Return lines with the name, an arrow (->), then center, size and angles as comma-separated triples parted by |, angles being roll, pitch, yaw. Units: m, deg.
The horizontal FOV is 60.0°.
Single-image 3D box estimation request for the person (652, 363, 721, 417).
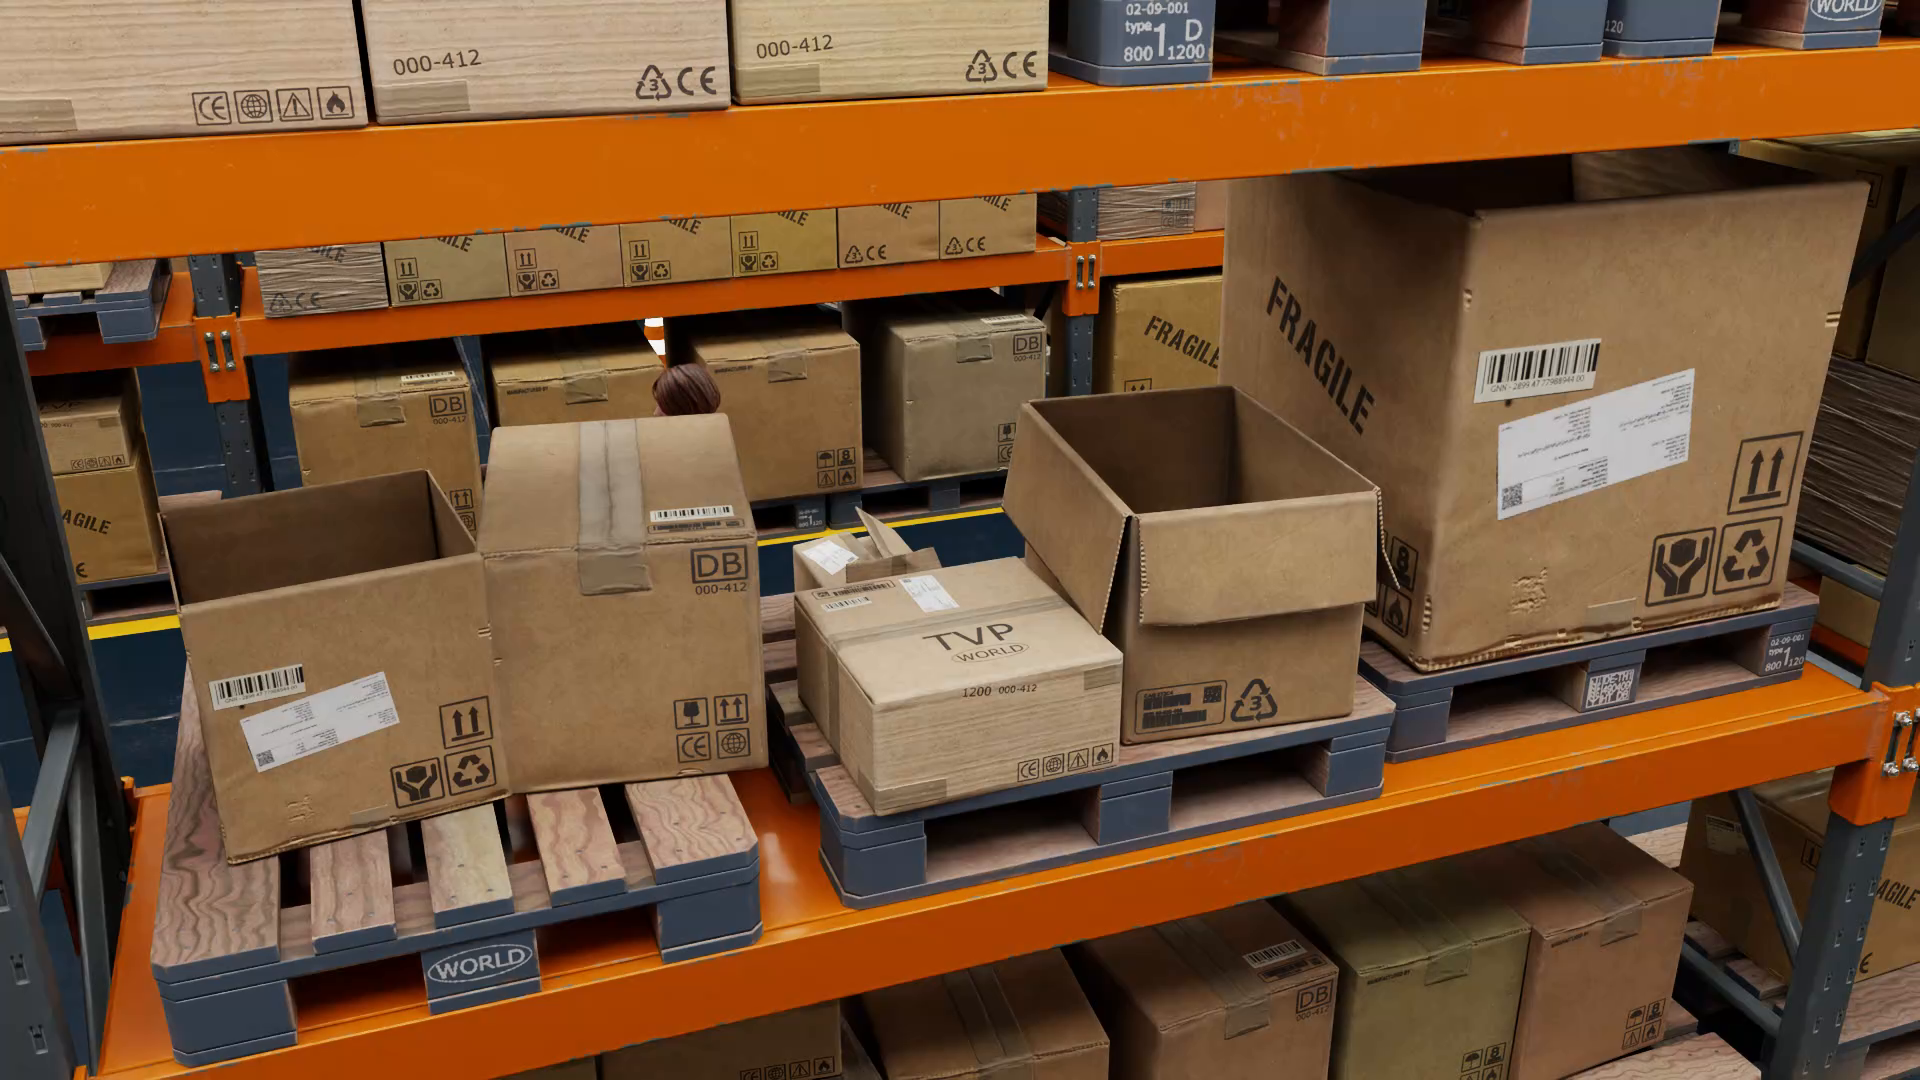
person -> -0.913, 0.134, 5.700 | 0.299, 1.530, 0.386 | -8, 24, -18
